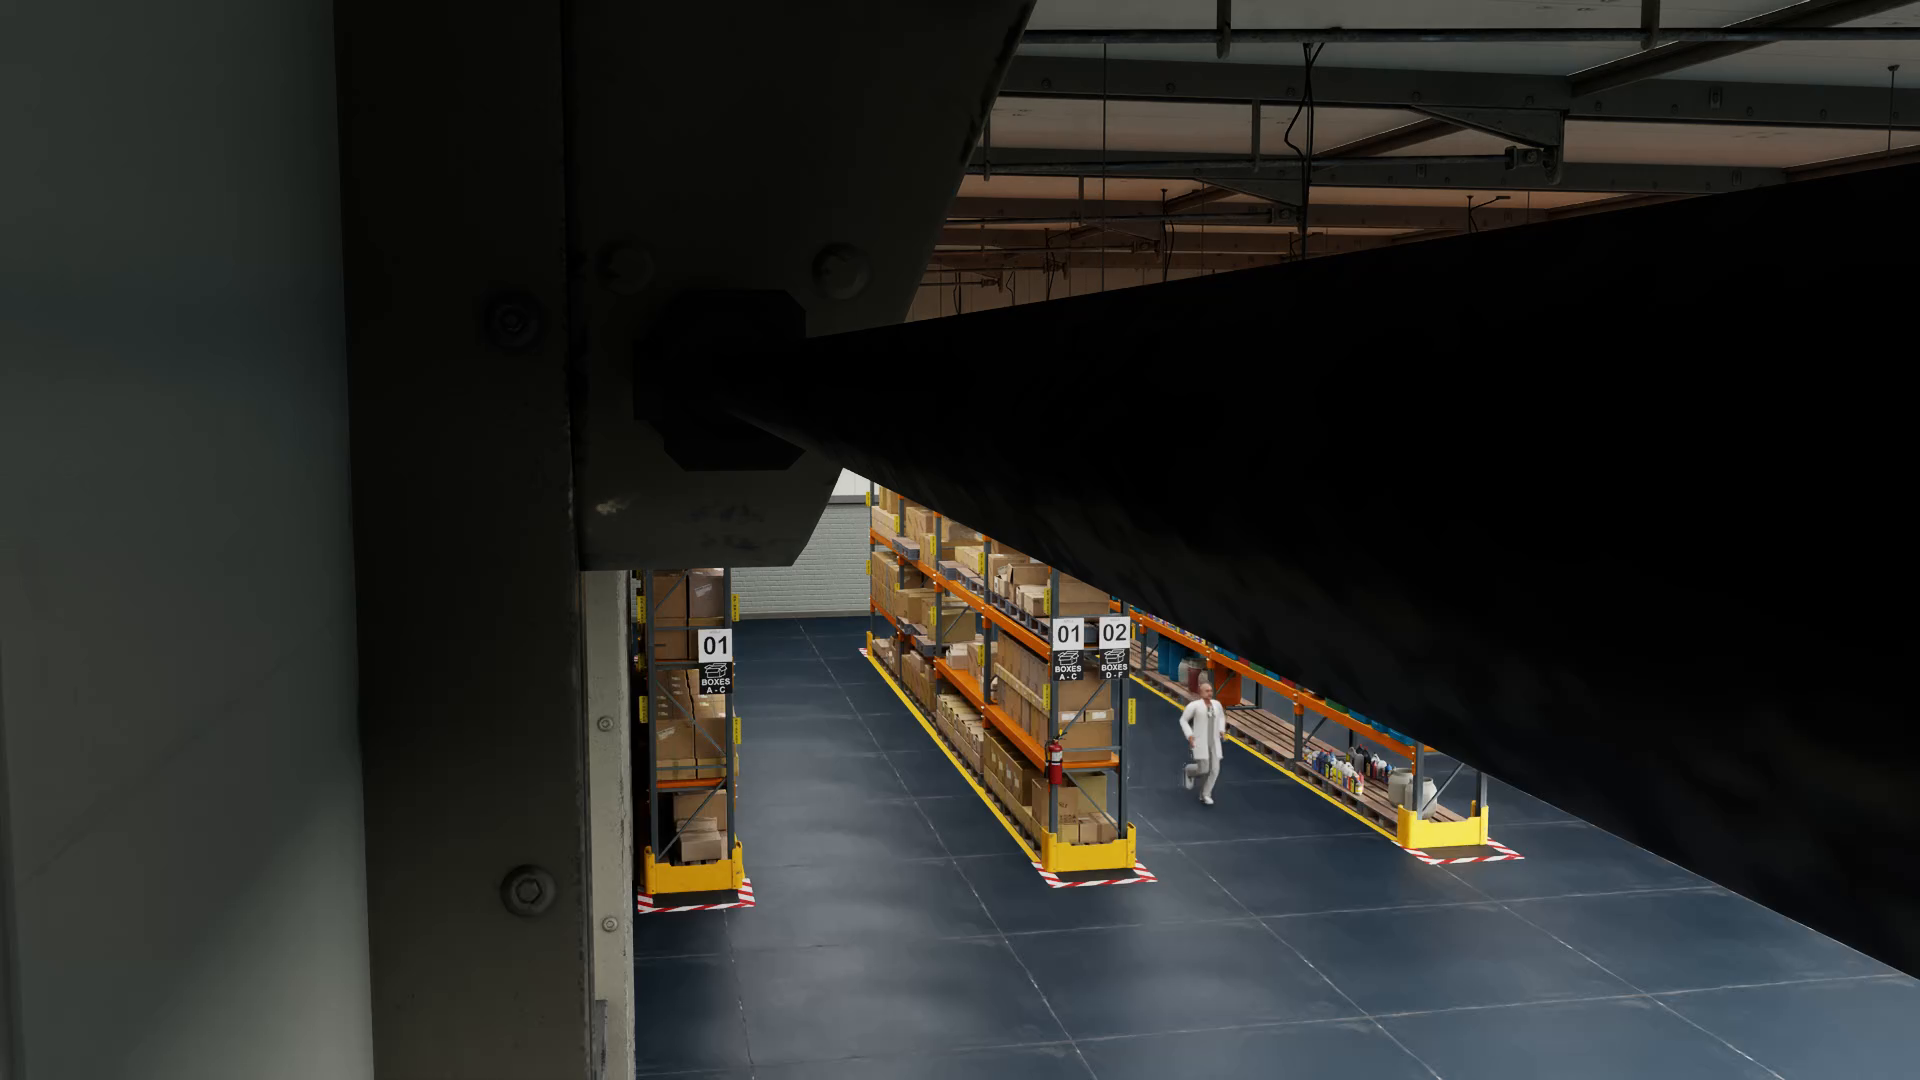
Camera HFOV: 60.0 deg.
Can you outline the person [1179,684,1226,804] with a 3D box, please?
[{"bbox_3d":[3.570,2.950,24.268,0.724,1.735,0.689,-2,6,-19],"label":"person"}]
